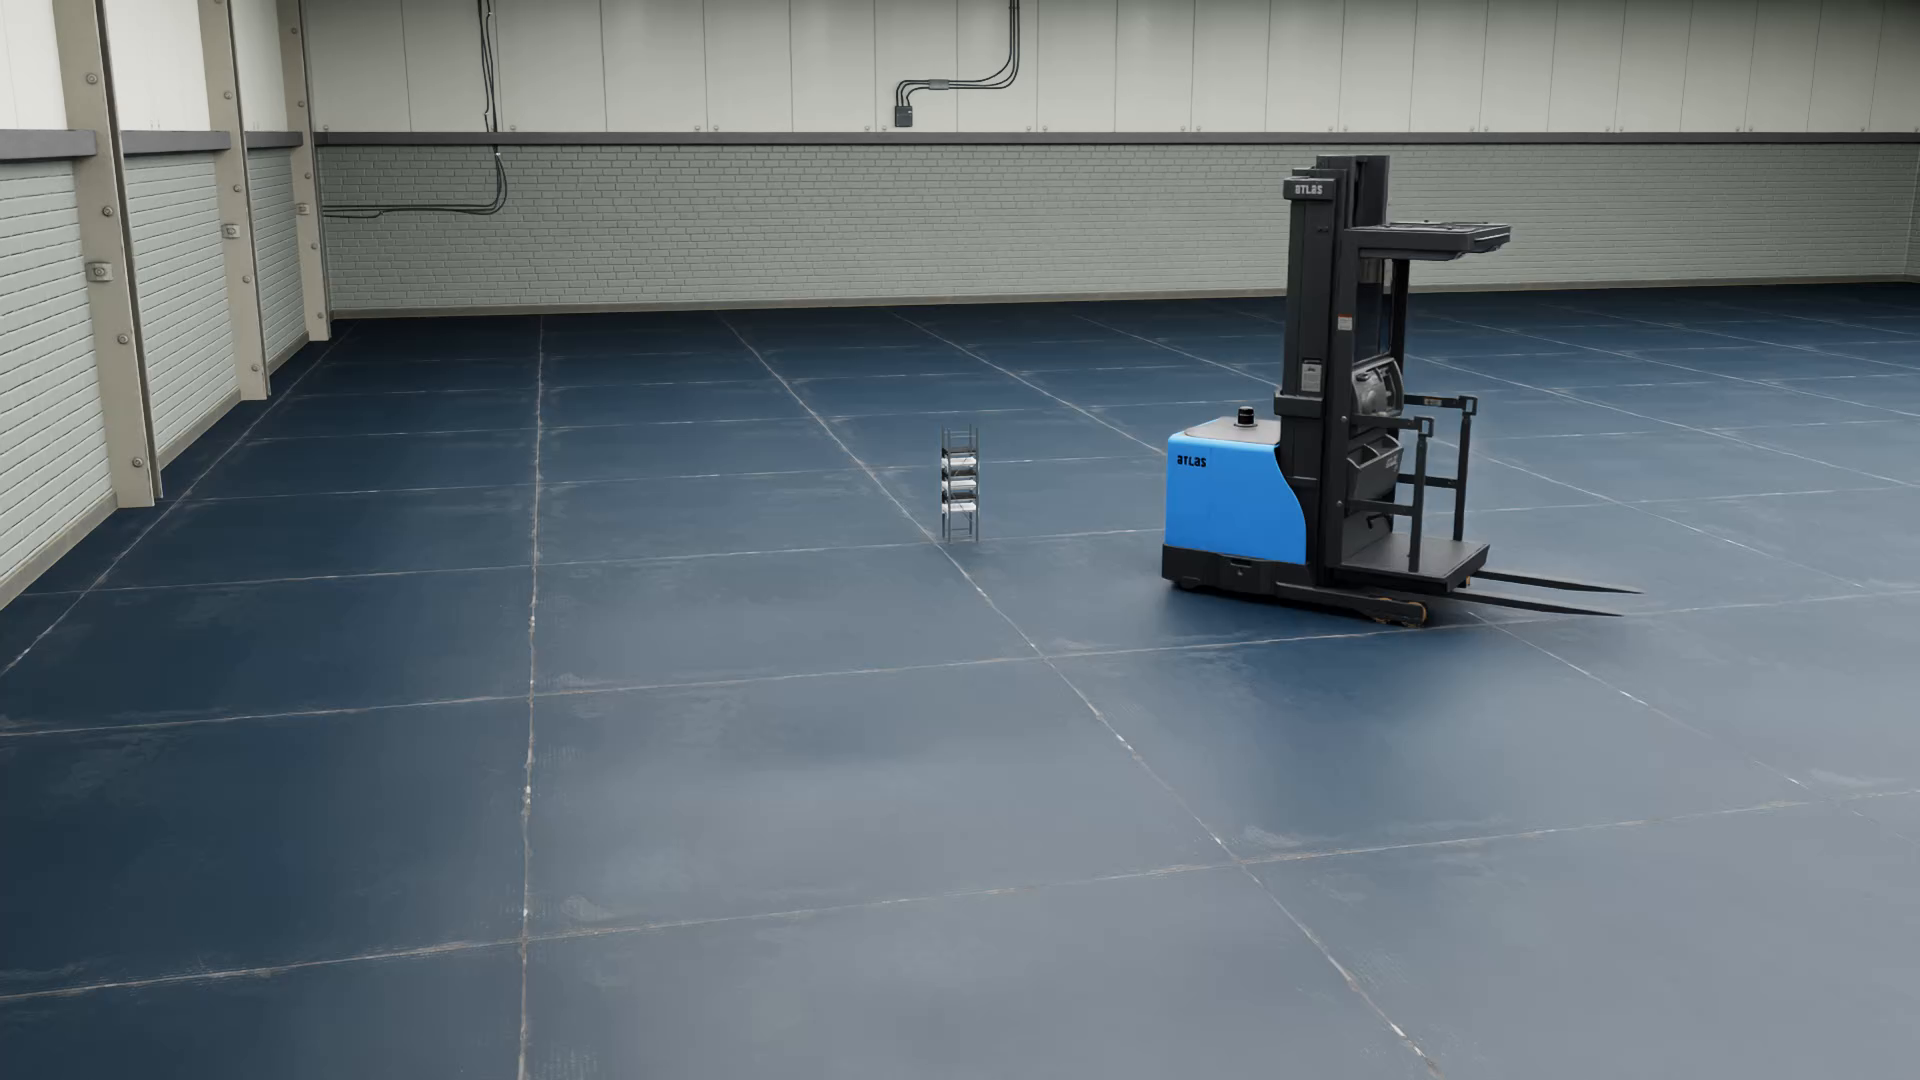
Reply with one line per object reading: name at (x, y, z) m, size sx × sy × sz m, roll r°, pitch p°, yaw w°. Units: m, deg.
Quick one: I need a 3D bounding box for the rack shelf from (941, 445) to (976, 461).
rack shelf at (0.002, -0.665, 12.756) m, size 0.258 × 0.077 × 0.200 m, roll -3°, pitch 14°, yaw -13°

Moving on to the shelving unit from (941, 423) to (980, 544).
shelving unit at (0.002, -0.435, 12.813) m, size 0.258 × 0.900 × 0.210 m, roll -3°, pitch 14°, yaw -13°

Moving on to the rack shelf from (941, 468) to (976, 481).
rack shelf at (0.002, -0.490, 12.799) m, size 0.258 × 0.077 × 0.200 m, roll -3°, pitch 14°, yaw -13°

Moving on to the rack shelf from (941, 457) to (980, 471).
rack shelf at (0.002, -0.578, 12.778) m, size 0.258 × 0.077 × 0.200 m, roll -3°, pitch 14°, yaw -13°

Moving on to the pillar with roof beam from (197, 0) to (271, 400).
pillar with roof beam at (-4.263, -6.319, 19.829) m, size 9.100 × 9.000 × 0.400 m, roll -3°, pitch 14°, yaw -13°

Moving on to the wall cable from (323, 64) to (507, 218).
wall cable at (-9.264, -6.708, 27.964) m, size 3.097 × 2.526 × 0.112 m, roll -3°, pitch 14°, yaw -13°

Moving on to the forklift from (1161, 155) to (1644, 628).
forklift at (2.925, -1.006, 10.870) m, size 3.031 × 2.935 × 1.130 m, roll 8°, pitch 16°, yaw 31°

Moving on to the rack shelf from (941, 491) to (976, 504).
rack shelf at (0.002, -0.315, 12.842) m, size 0.258 × 0.077 × 0.200 m, roll -3°, pitch 14°, yaw -13°

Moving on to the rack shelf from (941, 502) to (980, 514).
rack shelf at (0.002, -0.228, 12.863) m, size 0.258 × 0.077 × 0.200 m, roll -3°, pitch 14°, yaw -13°

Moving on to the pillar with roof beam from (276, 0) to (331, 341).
pillar with roof beam at (-5.673, -7.703, 25.495) m, size 9.100 × 9.000 × 0.400 m, roll -3°, pitch 14°, yaw -13°

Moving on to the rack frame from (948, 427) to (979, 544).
rack frame at (0.026, -0.412, 12.717) m, size 0.240 × 0.900 × 0.006 m, roll -3°, pitch 14°, yaw -13°

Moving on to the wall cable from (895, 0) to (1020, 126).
wall cable at (-0.032, -10.394, 29.343) m, size 2.305 × 6.003 × 0.169 m, roll -3°, pitch 14°, yaw -13°

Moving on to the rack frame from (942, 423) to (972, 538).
rack frame at (-0.022, -0.459, 12.909) m, size 0.240 × 0.900 × 0.006 m, roll -3°, pitch 14°, yaw -13°

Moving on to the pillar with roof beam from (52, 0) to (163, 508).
pillar with roof beam at (-2.854, -4.934, 14.164) m, size 9.100 × 9.000 × 0.400 m, roll -3°, pitch 14°, yaw -13°

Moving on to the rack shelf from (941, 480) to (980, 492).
rack shelf at (0.002, -0.403, 12.820) m, size 0.258 × 0.077 × 0.200 m, roll -3°, pitch 14°, yaw -13°

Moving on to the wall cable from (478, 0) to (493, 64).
wall cable at (-6.634, -9.312, 27.982) m, size 3.097 × 2.526 × 0.112 m, roll -3°, pitch 14°, yaw -13°
